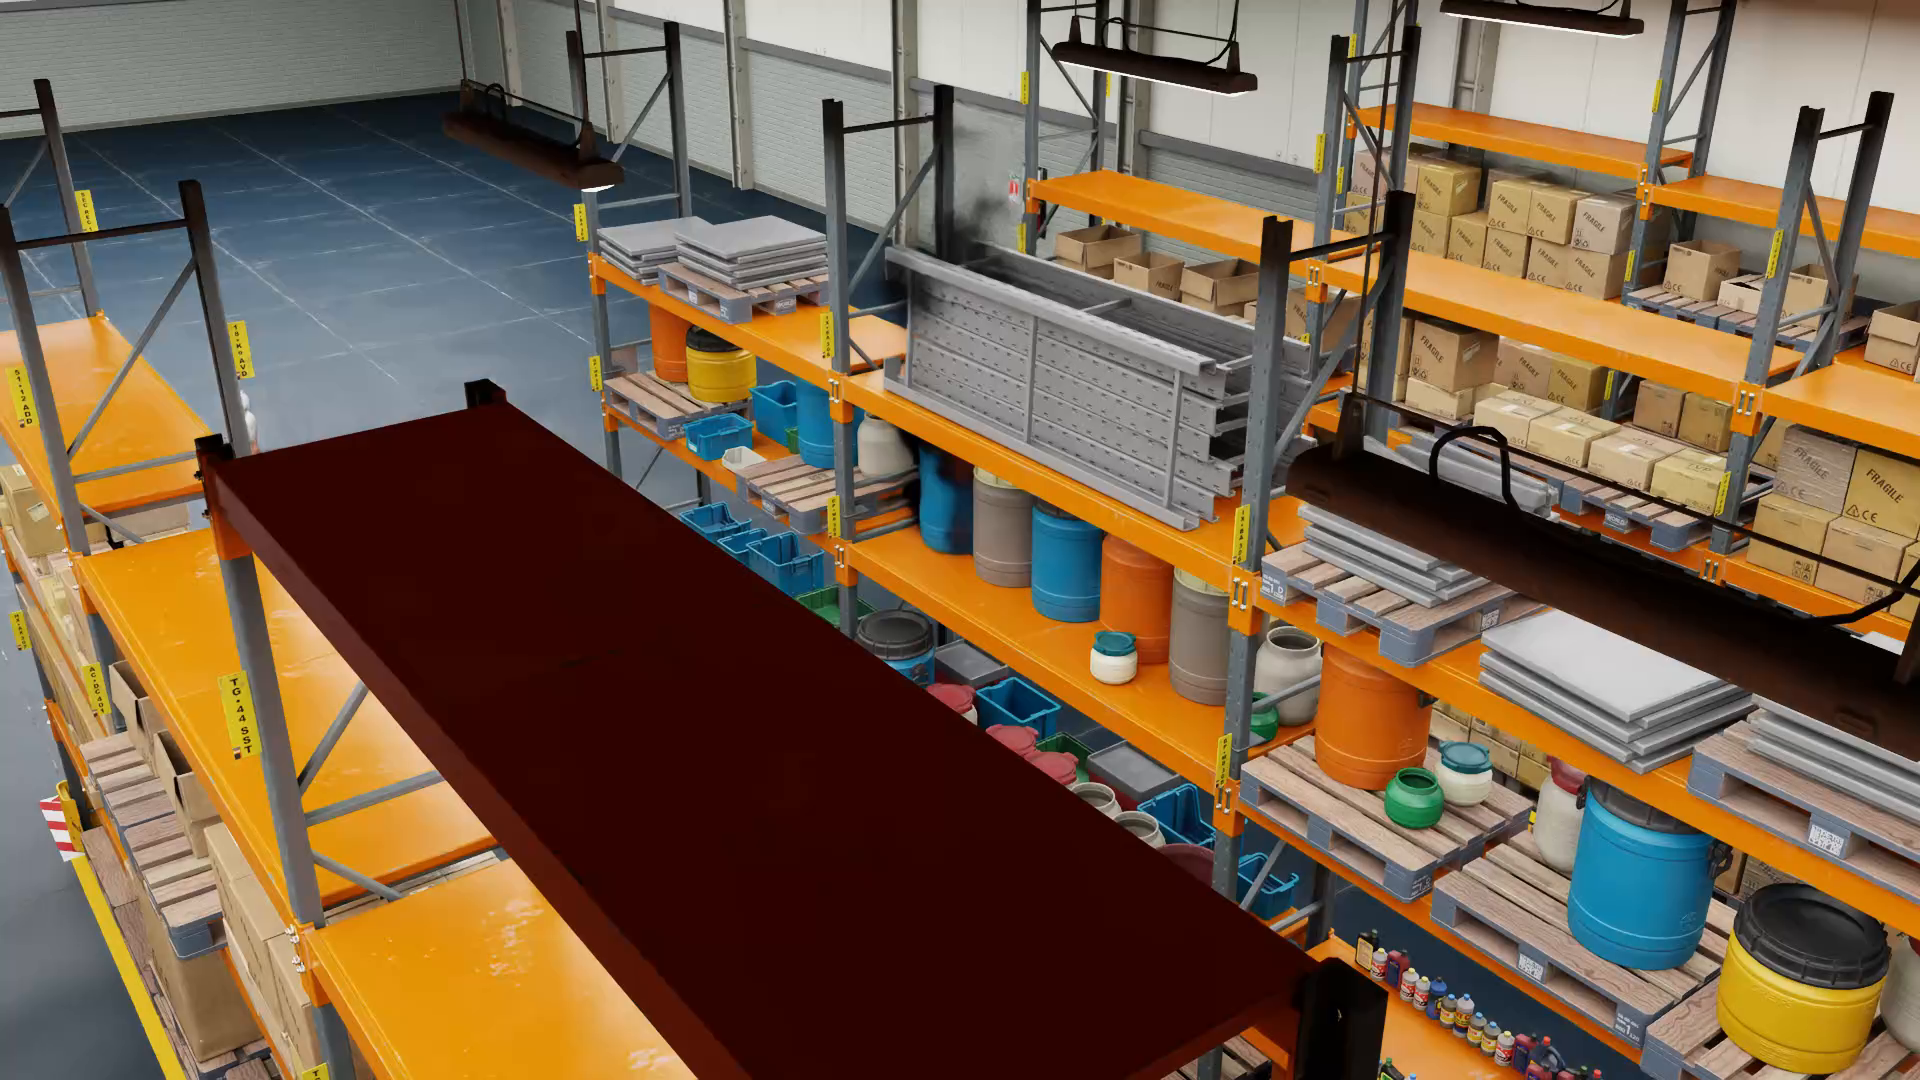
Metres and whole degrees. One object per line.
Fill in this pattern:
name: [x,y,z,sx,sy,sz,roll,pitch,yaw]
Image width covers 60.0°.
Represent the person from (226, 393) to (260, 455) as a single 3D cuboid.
person: [-7.971,-0.824,18.679,0.818,1.758,0.653,-6,26,-13]
